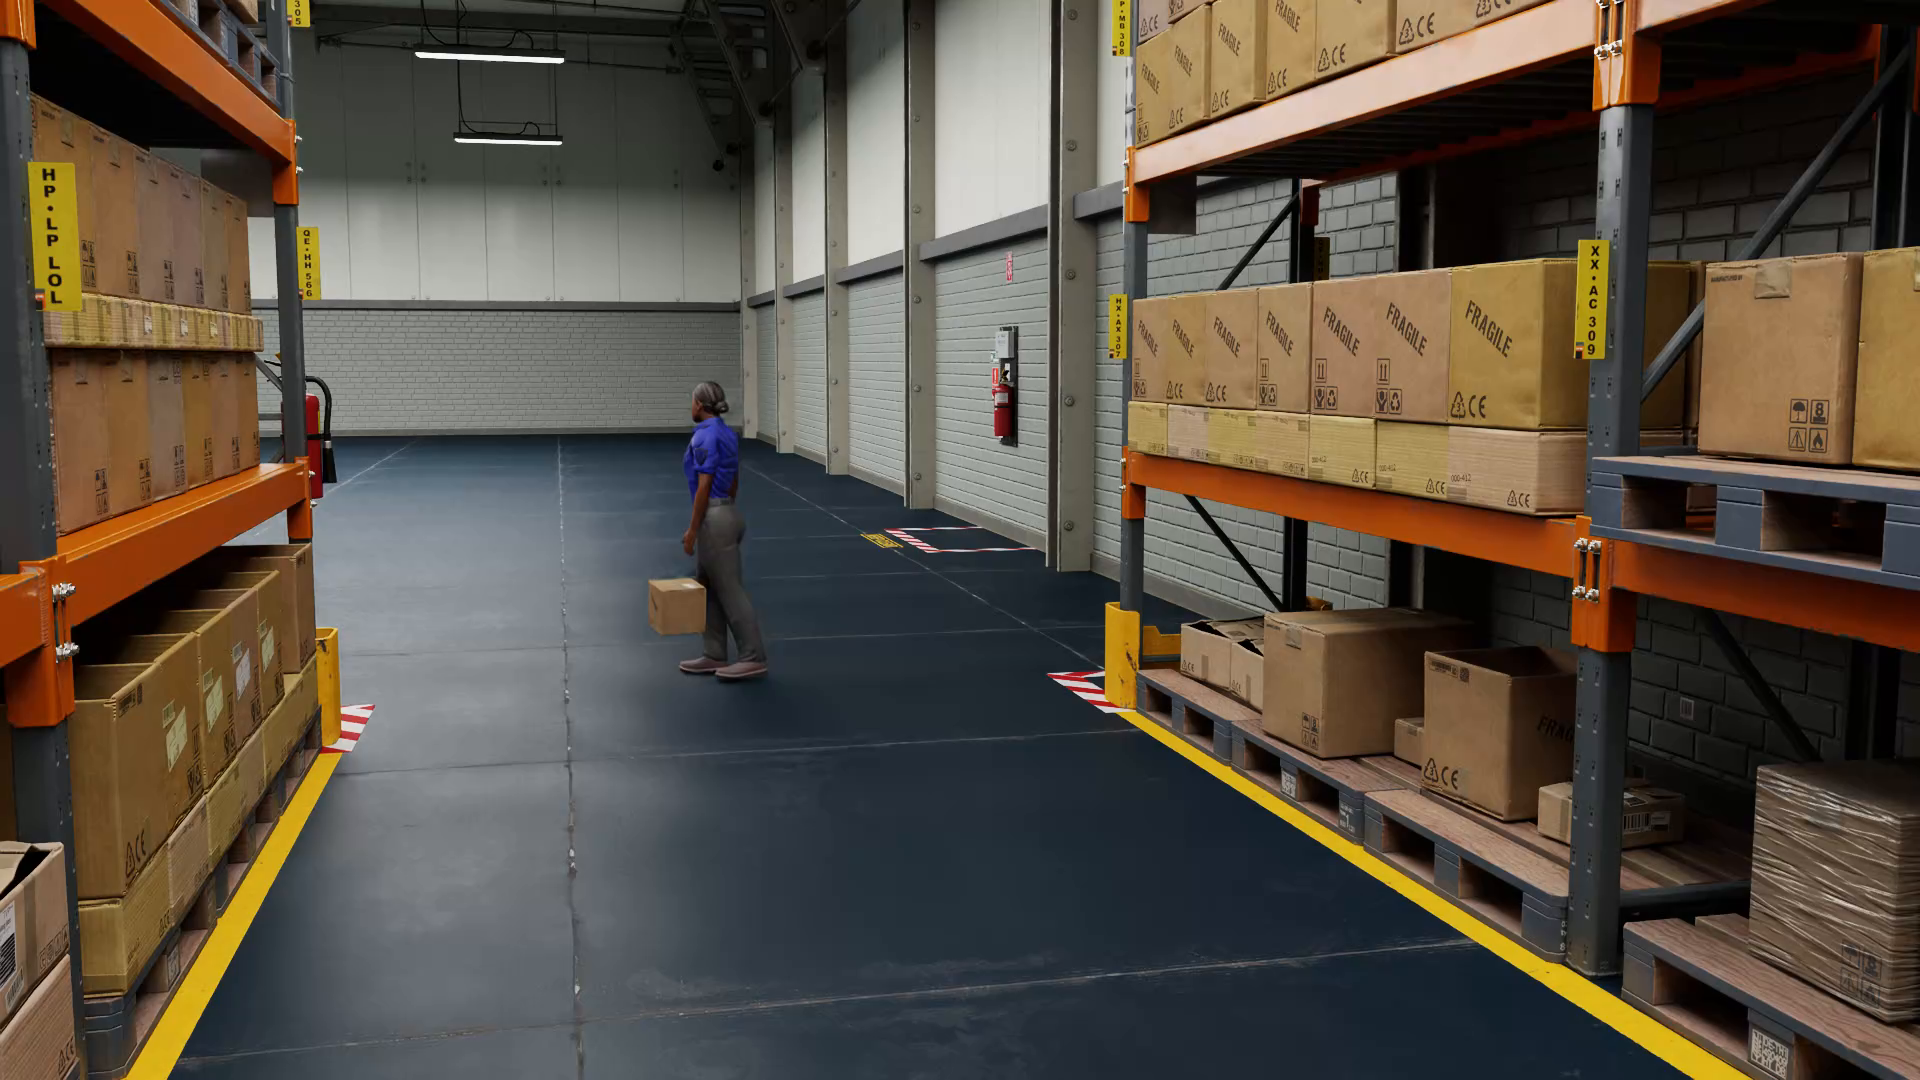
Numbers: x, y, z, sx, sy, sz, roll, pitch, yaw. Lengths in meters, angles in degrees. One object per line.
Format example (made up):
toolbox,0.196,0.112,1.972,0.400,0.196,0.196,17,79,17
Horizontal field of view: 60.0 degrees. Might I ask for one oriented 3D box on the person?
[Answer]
person,-1.335,-0.060,9.268,0.558,1.647,0.474,1,6,10
